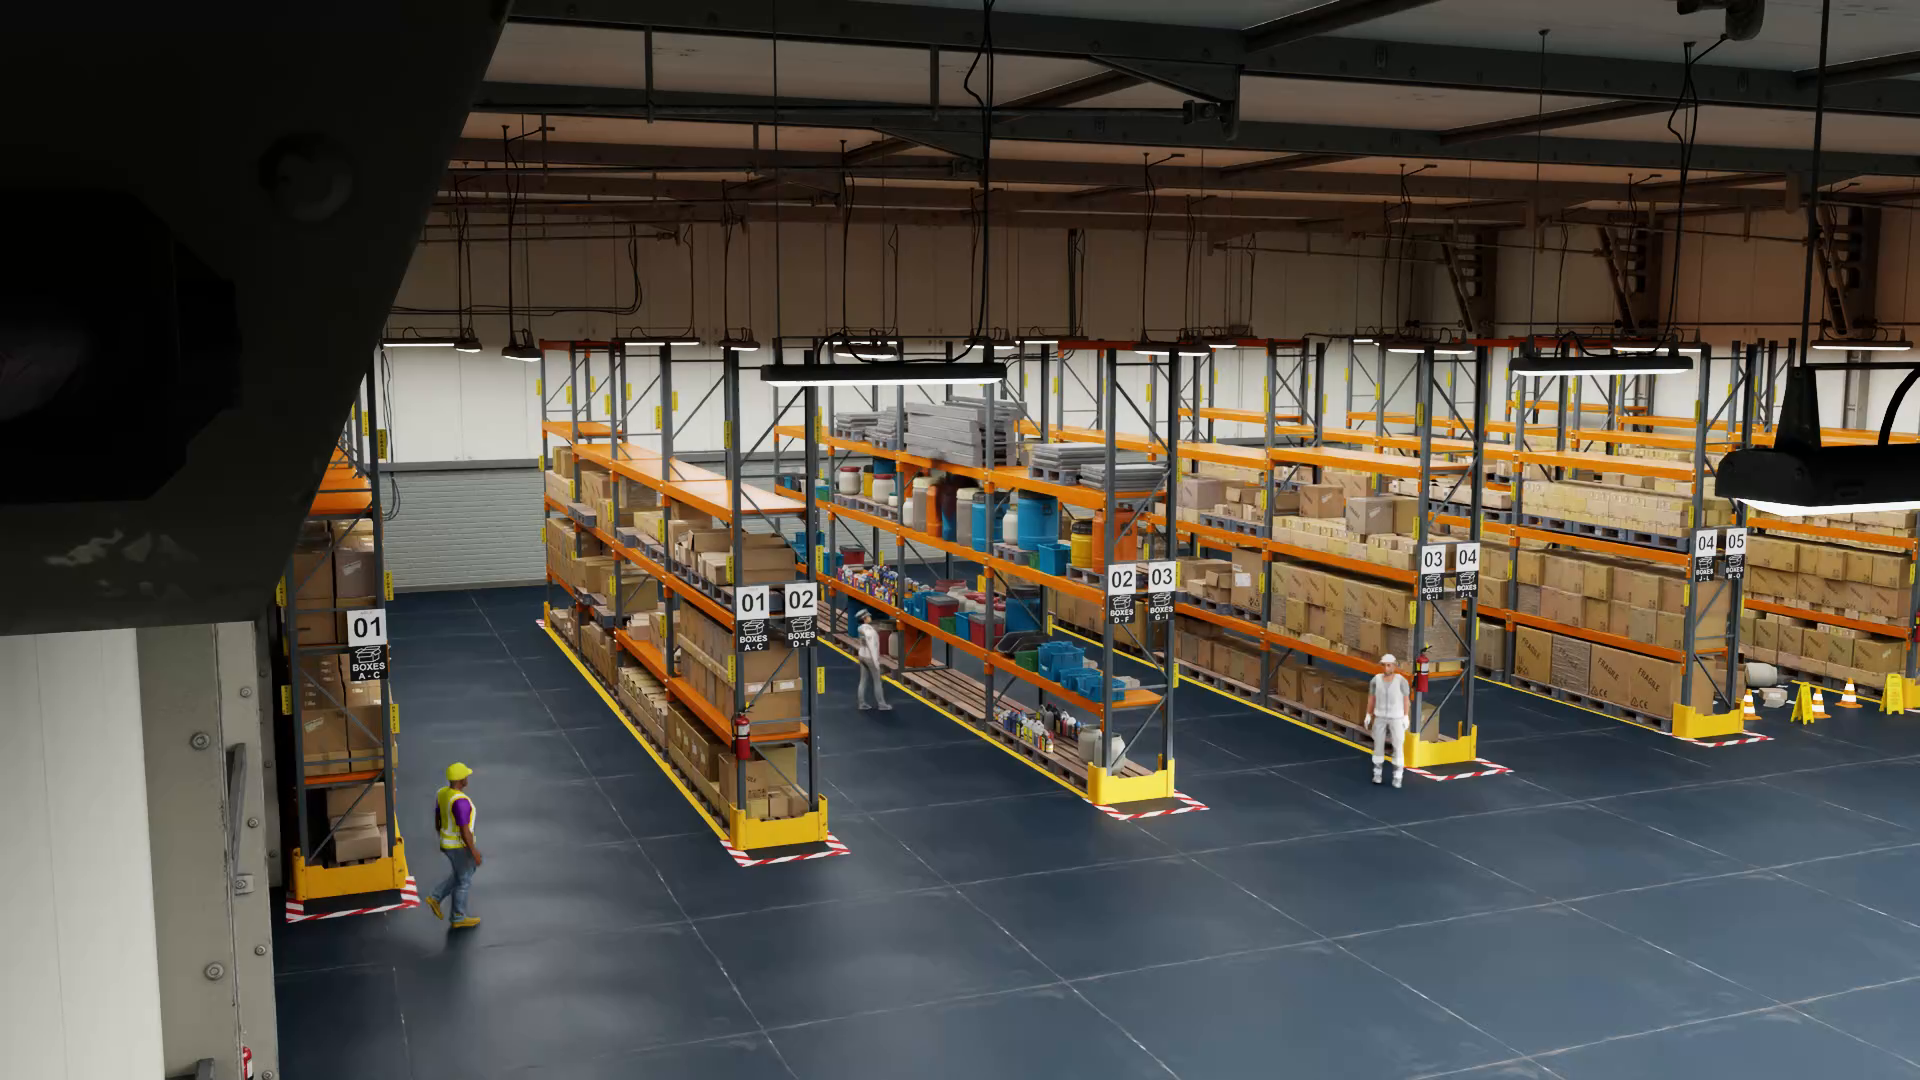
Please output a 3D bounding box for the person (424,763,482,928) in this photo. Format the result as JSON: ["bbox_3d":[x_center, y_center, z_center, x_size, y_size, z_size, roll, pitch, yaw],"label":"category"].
[{"bbox_3d":[-5.308,3.194,17.367,0.555,1.757,0.578,-3,8,-25],"label":"person"}]

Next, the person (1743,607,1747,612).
[{"bbox_3d":[16.274,1.014,34.357,0.609,1.748,0.588,4,8,26],"label":"person"}]

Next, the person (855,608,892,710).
[{"bbox_3d":[-1.428,1.945,27.234,0.566,1.696,0.511,-5,9,-33],"label":"person"}]

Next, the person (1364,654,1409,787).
[{"bbox_3d":[5.877,2.471,22.922,0.593,1.806,0.387,3,8,24],"label":"person"}]
